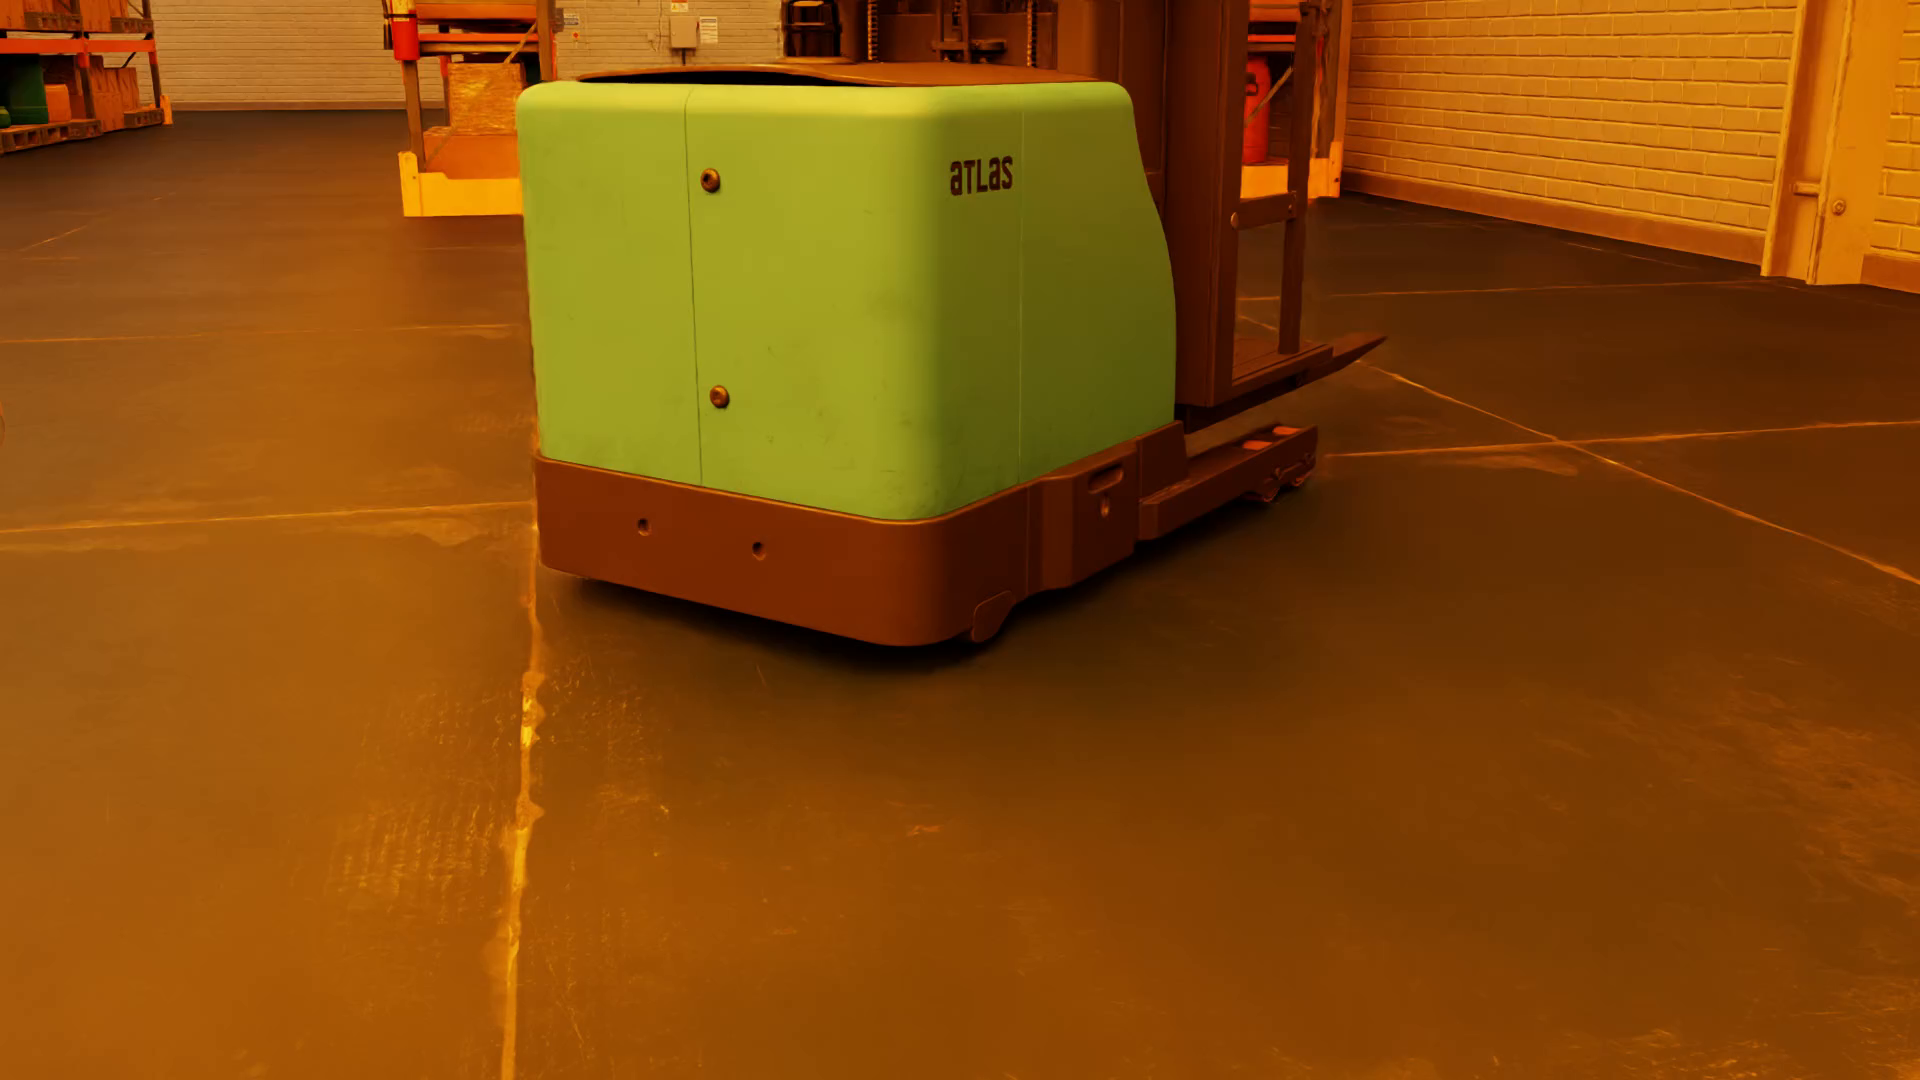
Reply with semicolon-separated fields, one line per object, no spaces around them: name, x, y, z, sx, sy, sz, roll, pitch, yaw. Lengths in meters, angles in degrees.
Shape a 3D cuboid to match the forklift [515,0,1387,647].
forklift;0.314;-1.568;4.146;1.130;2.935;3.031;11;20;32
